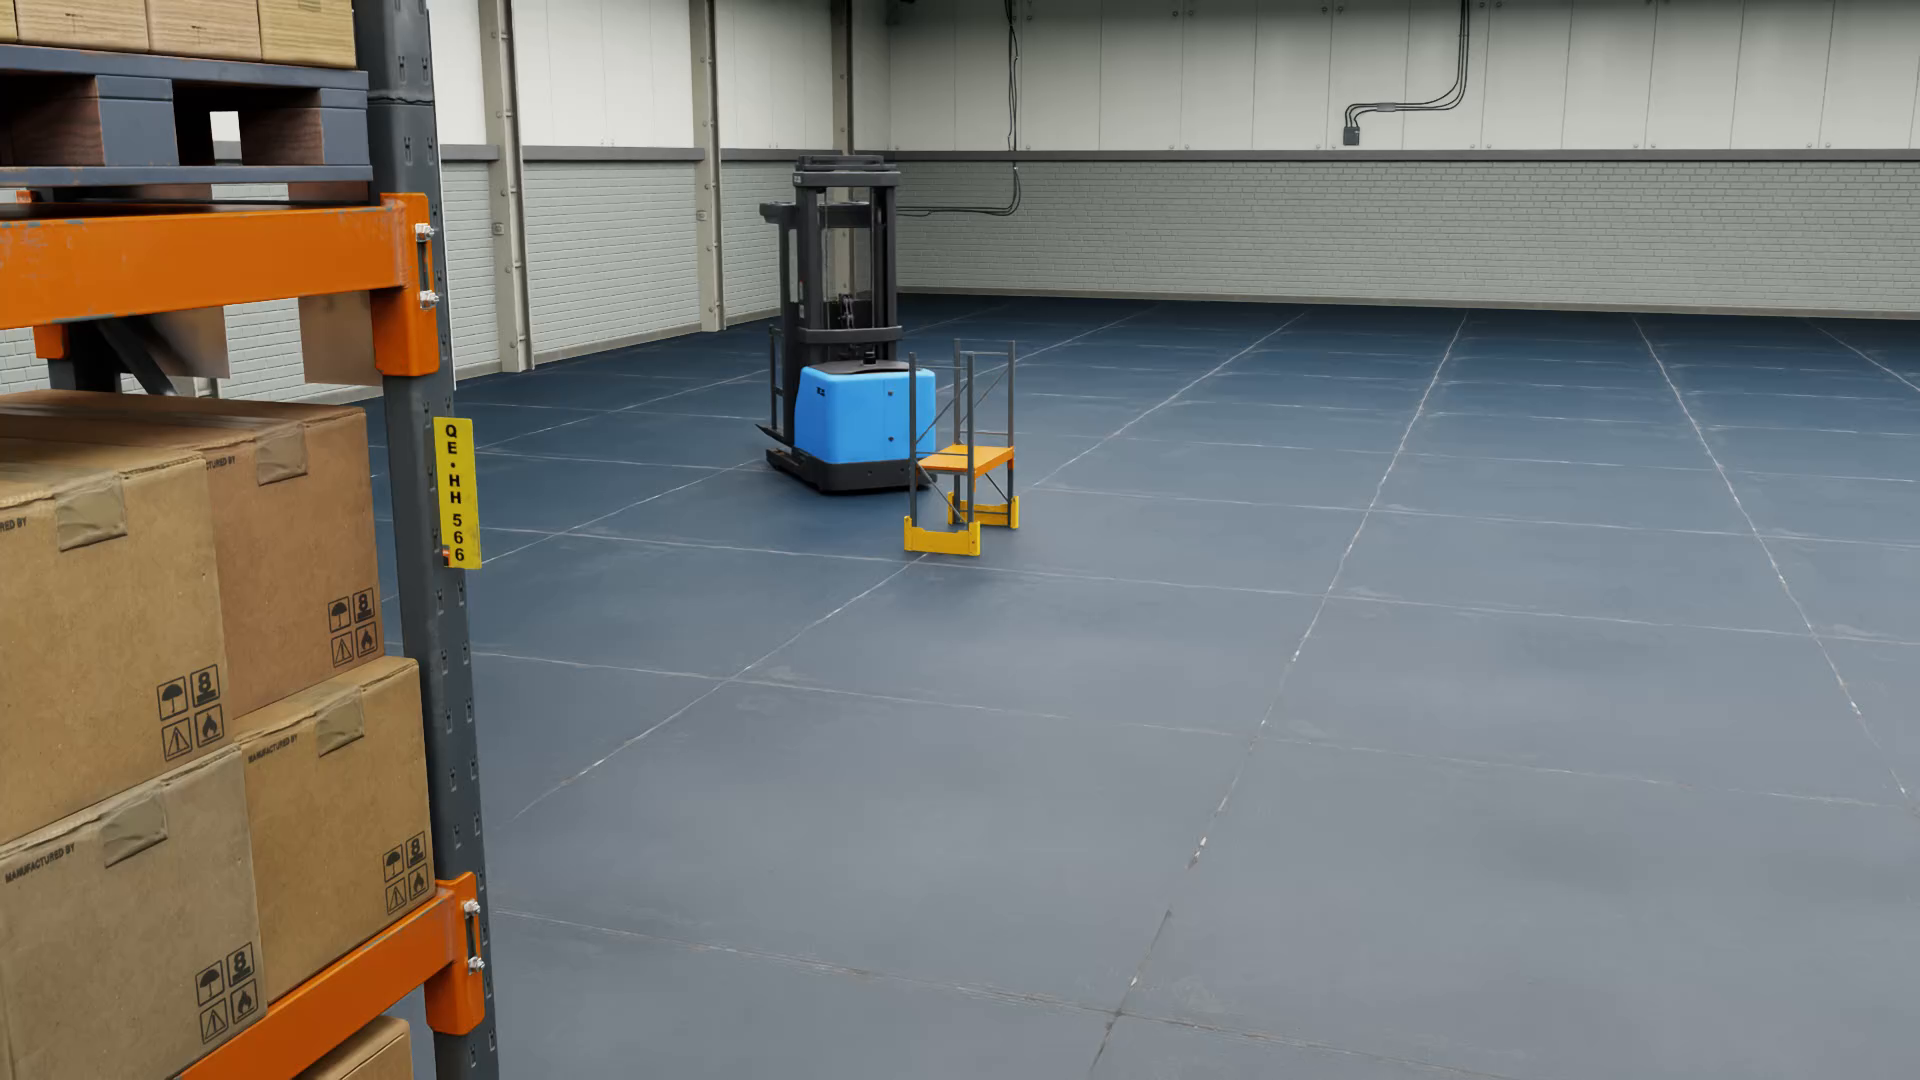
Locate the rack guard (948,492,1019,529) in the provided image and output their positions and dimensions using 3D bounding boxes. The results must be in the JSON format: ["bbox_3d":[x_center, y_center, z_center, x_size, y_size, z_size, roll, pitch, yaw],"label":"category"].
[{"bbox_3d":[0.186,-0.243,13.490,0.587,0.250,0.087,4,14,18],"label":"rack guard"}]

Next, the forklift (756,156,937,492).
[{"bbox_3d":[-1.234,-2.137,15.765,1.130,2.935,3.031,-5,14,-22],"label":"forklift"}]

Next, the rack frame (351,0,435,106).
[{"bbox_3d":[-1.583,-2.385,3.216,1.000,3.000,0.127,4,14,18],"label":"rack frame"}]

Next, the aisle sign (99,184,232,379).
[{"bbox_3d":[-1.844,-0.765,3.755,0.394,0.787,0.004,4,14,18],"label":"aisle sign"}]

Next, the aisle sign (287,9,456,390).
[{"bbox_3d":[-1.276,-0.721,3.565,0.394,0.787,0.004,4,14,18],"label":"aisle sign"}]

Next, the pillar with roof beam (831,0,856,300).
[{"bbox_3d":[1.705,-9.002,32.206,9.100,9.000,0.548,4,14,18],"label":"pillar with roof beam"}]

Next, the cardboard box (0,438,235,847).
[{"bbox_3d":[-1.830,0.138,2.881,0.875,0.550,0.550,4,14,18],"label":"cardboard box"}]

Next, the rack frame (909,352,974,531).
[{"bbox_3d":[-0.137,-0.642,12.431,0.500,1.500,0.032,4,14,18],"label":"rack frame"}]

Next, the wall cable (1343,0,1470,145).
[{"bbox_3d":[8.814,-10.808,32.476,2.305,6.003,0.169,4,14,18],"label":"wall cable"}]

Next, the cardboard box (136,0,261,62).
[{"bbox_3d":[-1.452,-0.907,2.874,0.380,0.149,0.250,4,14,19],"label":"cardboard box"}]

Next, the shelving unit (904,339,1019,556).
[{"bbox_3d":[0.025,-0.747,12.891,0.587,1.500,1.083,4,14,18],"label":"shelving unit"}]

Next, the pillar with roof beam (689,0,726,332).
[{"bbox_3d":[-0.236,-7.739,26.671,9.100,9.000,0.400,4,14,18],"label":"pillar with roof beam"}]

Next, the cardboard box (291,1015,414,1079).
[{"bbox_3d":[-1.740,1.518,3.427,0.875,0.875,0.875,4,14,19],"label":"cardboard box"}]

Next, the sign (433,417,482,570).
[{"bbox_3d":[-1.074,-0.099,3.545,0.100,0.325,0.005,4,14,18],"label":"sign"}]

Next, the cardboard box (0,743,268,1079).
[{"bbox_3d":[-1.817,0.665,2.996,0.875,0.550,0.550,4,14,18],"label":"cardboard box"}]

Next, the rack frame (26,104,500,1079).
[{"bbox_3d":[-1.583,0.539,3.884,1.000,3.000,0.127,4,14,18],"label":"rack frame"}]

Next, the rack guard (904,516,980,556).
[{"bbox_3d":[-0.136,-0.033,12.571,0.587,0.250,0.087,4,14,18],"label":"rack guard"}]

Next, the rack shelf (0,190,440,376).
[{"bbox_3d":[-2.230,-0.151,1.785,1.077,0.370,4.000,4,14,18],"label":"rack shelf"}]

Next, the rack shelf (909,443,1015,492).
[{"bbox_3d":[0.028,-0.574,12.940,0.538,0.185,1.000,4,14,18],"label":"rack shelf"}]

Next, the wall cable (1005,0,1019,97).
[{"bbox_3d":[2.396,-10.591,34.794,3.097,2.526,0.112,4,14,18],"label":"wall cable"}]

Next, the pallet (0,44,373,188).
[{"bbox_3d":[-1.813,-0.723,2.872,1.003,0.211,1.213,4,14,18],"label":"pallet"}]

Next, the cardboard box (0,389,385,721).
[{"bbox_3d":[-1.739,0.015,3.417,0.875,0.550,0.550,4,14,18],"label":"cardboard box"}]

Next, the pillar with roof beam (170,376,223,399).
[{"bbox_3d":[-4.119,-5.212,15.601,9.100,9.000,0.400,4,14,18],"label":"pillar with roof beam"}]

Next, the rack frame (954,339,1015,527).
[{"bbox_3d":[0.192,-0.856,13.369,0.500,1.500,0.032,4,14,18],"label":"rack frame"}]

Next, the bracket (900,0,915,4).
[{"bbox_3d":[-1.132,-11.628,35.620,0.235,0.232,0.430,4,14,18],"label":"bracket"}]

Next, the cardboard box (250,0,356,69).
[{"bbox_3d":[-1.370,-0.960,3.107,0.380,0.149,0.250,4,14,18],"label":"cardboard box"}]

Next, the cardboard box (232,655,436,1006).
[{"bbox_3d":[-1.660,0.548,3.511,0.875,0.550,0.550,4,14,18],"label":"cardboard box"}]

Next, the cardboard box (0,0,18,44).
[{"bbox_3d":[-1.617,-0.799,2.404,0.380,0.149,0.250,4,14,19],"label":"cardboard box"}]

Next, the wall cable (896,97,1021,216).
[{"bbox_3d":[-0.164,-8.323,36.210,3.097,2.526,0.112,4,14,18],"label":"wall cable"}]

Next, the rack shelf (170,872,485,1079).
[{"bbox_3d":[-2.230,1.311,2.119,1.077,0.370,4.000,4,14,18],"label":"rack shelf"}]

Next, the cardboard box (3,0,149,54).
[{"bbox_3d":[-1.534,-0.853,2.637,0.380,0.149,0.250,5,14,19],"label":"cardboard box"}]

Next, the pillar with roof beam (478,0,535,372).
[{"bbox_3d":[-2.178,-6.475,21.136,9.100,9.000,0.400,4,14,18],"label":"pillar with roof beam"}]
